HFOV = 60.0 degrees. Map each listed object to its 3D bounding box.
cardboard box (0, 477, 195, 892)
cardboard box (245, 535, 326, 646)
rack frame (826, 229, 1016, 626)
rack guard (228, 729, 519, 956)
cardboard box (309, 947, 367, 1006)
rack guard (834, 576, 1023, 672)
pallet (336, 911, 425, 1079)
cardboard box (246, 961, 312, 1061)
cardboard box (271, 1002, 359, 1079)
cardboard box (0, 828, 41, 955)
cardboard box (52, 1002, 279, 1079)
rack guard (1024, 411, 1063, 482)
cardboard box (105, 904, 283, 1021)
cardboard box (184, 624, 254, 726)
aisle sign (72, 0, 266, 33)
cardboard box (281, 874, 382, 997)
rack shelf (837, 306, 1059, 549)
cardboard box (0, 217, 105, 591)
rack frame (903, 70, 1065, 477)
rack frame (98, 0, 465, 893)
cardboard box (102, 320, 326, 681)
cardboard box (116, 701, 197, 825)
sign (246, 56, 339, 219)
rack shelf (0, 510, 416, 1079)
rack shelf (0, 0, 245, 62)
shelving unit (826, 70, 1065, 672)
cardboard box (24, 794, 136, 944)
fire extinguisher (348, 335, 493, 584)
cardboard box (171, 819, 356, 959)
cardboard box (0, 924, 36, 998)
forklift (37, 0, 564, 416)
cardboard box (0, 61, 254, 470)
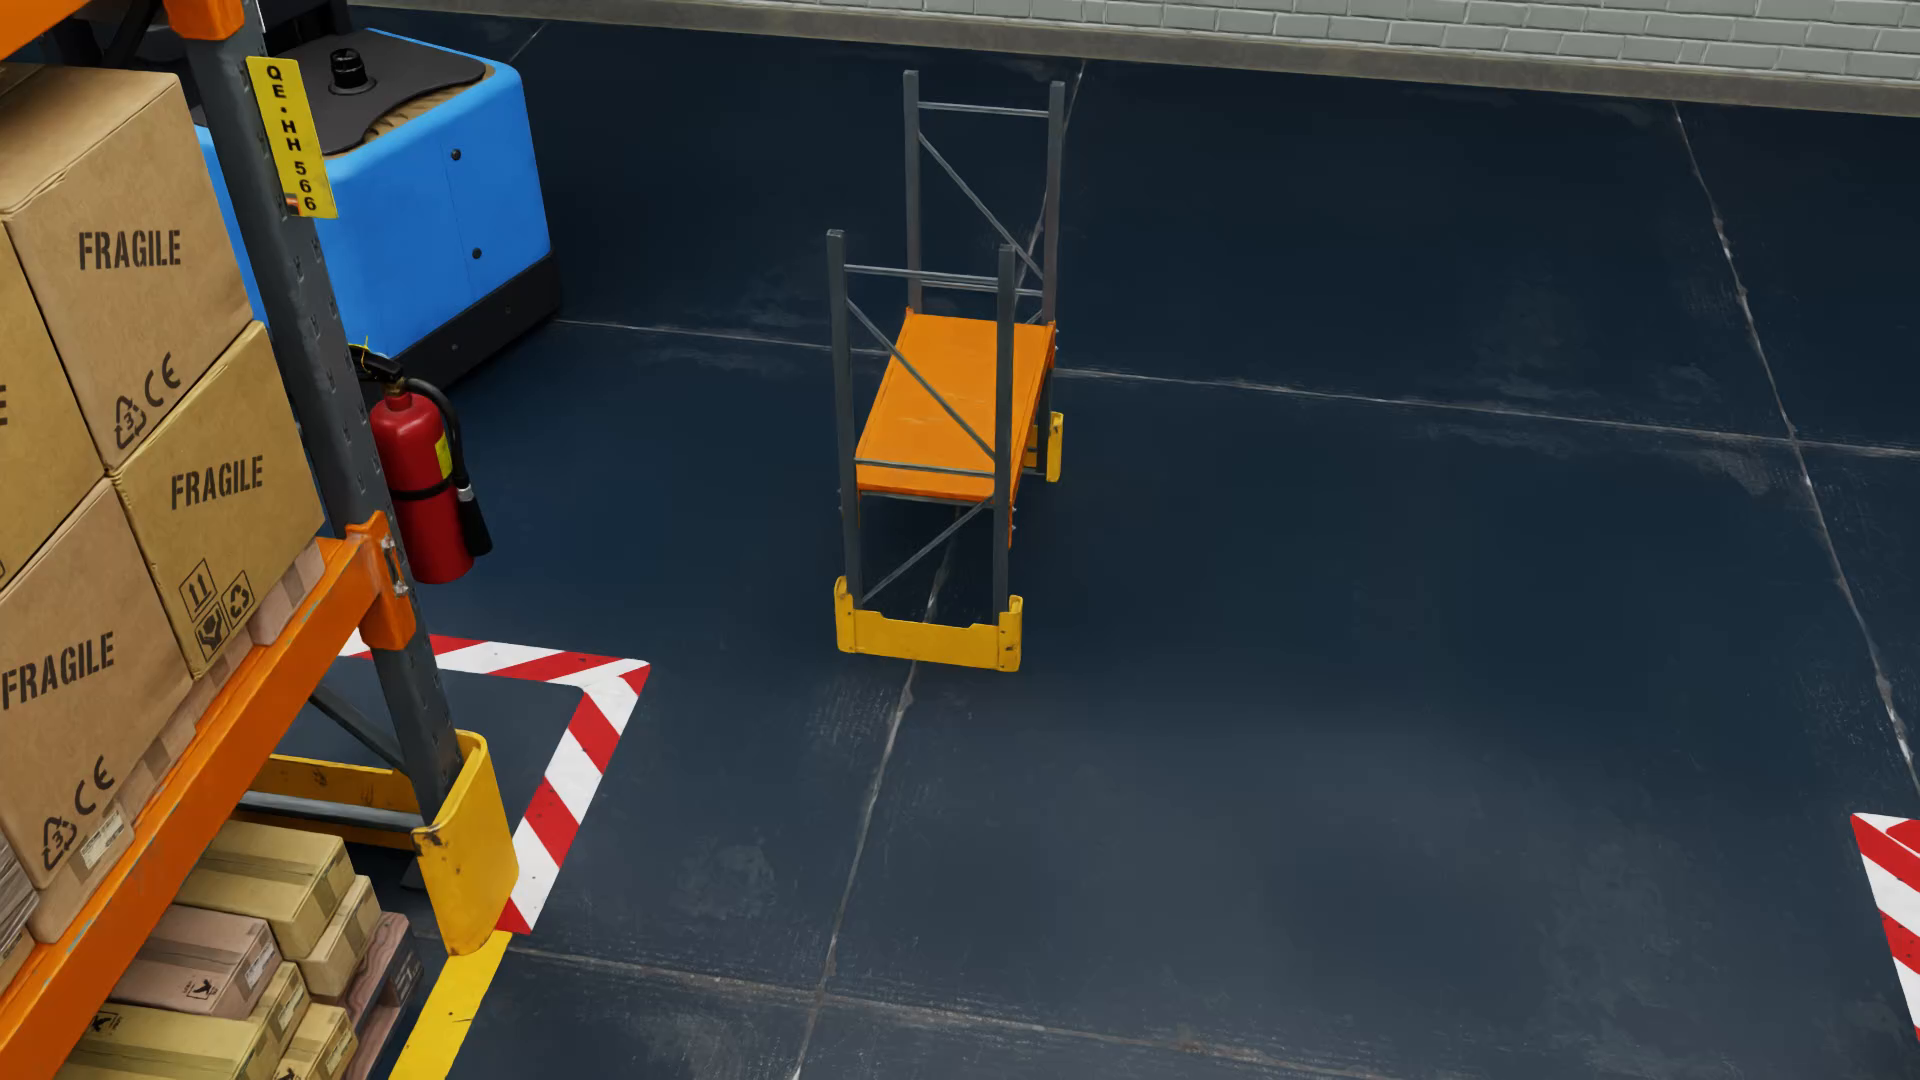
[{"bbox_3d":[-1.727,0.215,2.824,0.500,0.500,0.500,6,40,7],"label":"cardboard box"},{"bbox_3d":[-1.587,0.067,3.511,0.380,0.149,0.250,6,40,8],"label":"cardboard box"},{"bbox_3d":[-0.103,-0.205,4.821,0.500,1.500,0.032,6,40,8],"label":"rack frame"},{"bbox_3d":[-1.822,0.746,4.455,1.175,0.500,0.348,6,40,8],"label":"rack guard"},{"bbox_3d":[-1.694,1.025,4.064,0.380,0.149,0.250,7,40,8],"label":"cardboard box"},{"bbox_3d":[-0.099,0.264,5.234,0.587,0.250,0.087,6,40,8],"label":"rack guard"},{"bbox_3d":[-1.997,1.363,3.935,1.003,0.211,1.213,6,40,8],"label":"pallet"},{"bbox_3d":[-1.717,1.078,3.766,0.380,0.149,0.250,6,40,7],"label":"cardboard box"},{"bbox_3d":[-1.639,1.198,3.855,0.380,0.149,0.250,8,40,9],"label":"cardboard box"},{"bbox_3d":[-1.806,0.534,2.438,0.500,0.500,0.500,7,40,8],"label":"cardboard box"},{"bbox_3d":[-1.671,1.131,3.469,0.380,0.149,0.250,6,40,7],"label":"cardboard box"},{"bbox_3d":[0.073,-0.361,5.991,0.587,0.250,0.087,6,40,8],"label":"rack guard"},{"bbox_3d":[-1.751,0.954,3.683,0.380,0.149,0.250,7,40,9],"label":"cardboard box"},{"bbox_3d":[-1.667,0.219,3.328,0.380,0.149,0.250,6,40,8],"label":"cardboard box"},{"bbox_3d":[-1.501,-1.280,2.904,0.394,0.787,0.004,6,40,8],"label":"aisle sign"},{"bbox_3d":[-1.619,0.920,3.958,0.380,0.149,0.250,5,40,6],"label":"cardboard box"},{"bbox_3d":[-0.015,-0.386,5.322,0.538,0.185,1.000,6,40,8],"label":"rack shelf"},{"bbox_3d":[-1.731,-0.171,2.506,0.500,0.500,0.500,5,40,6],"label":"cardboard box"},{"bbox_3d":[0.073,-0.844,5.593,0.500,1.500,0.032,6,40,8],"label":"rack frame"},{"bbox_3d":[-1.809,-0.265,3.717,1.000,3.000,0.127,6,40,8],"label":"rack frame"},{"bbox_3d":[-1.633,-0.108,3.215,0.500,0.500,0.500,7,40,9],"label":"cardboard box"},{"bbox_3d":[-1.695,0.378,3.135,0.380,0.149,0.250,6,40,7],"label":"cardboard box"},{"bbox_3d":[-1.266,-0.759,3.158,0.100,0.325,0.005,6,40,8],"label":"sign"},{"bbox_3d":[-2.155,1.267,2.428,1.077,0.370,4.000,6,40,8],"label":"rack shelf"},{"bbox_3d":[-2.155,0.111,1.472,1.077,0.370,4.000,6,40,8],"label":"rack shelf"},{"bbox_3d":[-0.013,-0.530,5.214,0.587,1.500,1.083,6,40,8],"label":"shelving unit"},{"bbox_3d":[-1.717,0.541,2.939,0.380,0.149,0.250,7,40,9],"label":"cardboard box"},{"bbox_3d":[-1.311,-0.199,3.990,0.296,0.674,0.183,6,40,8],"label":"fire extinguisher"},{"bbox_3d":[-1.651,0.803,3.866,0.380,0.149,0.250,7,40,8],"label":"cardboard box"},{"bbox_3d":[-1.791,0.703,2.742,0.380,0.149,0.250,5,40,6],"label":"cardboard box"},{"bbox_3d":[-3.164,-2.264,6.188,3.031,2.935,1.130,20,43,22],"label":"forklift"},{"bbox_3d":[-1.643,-0.489,2.891,0.500,0.500,0.500,6,40,7],"label":"cardboard box"}]
